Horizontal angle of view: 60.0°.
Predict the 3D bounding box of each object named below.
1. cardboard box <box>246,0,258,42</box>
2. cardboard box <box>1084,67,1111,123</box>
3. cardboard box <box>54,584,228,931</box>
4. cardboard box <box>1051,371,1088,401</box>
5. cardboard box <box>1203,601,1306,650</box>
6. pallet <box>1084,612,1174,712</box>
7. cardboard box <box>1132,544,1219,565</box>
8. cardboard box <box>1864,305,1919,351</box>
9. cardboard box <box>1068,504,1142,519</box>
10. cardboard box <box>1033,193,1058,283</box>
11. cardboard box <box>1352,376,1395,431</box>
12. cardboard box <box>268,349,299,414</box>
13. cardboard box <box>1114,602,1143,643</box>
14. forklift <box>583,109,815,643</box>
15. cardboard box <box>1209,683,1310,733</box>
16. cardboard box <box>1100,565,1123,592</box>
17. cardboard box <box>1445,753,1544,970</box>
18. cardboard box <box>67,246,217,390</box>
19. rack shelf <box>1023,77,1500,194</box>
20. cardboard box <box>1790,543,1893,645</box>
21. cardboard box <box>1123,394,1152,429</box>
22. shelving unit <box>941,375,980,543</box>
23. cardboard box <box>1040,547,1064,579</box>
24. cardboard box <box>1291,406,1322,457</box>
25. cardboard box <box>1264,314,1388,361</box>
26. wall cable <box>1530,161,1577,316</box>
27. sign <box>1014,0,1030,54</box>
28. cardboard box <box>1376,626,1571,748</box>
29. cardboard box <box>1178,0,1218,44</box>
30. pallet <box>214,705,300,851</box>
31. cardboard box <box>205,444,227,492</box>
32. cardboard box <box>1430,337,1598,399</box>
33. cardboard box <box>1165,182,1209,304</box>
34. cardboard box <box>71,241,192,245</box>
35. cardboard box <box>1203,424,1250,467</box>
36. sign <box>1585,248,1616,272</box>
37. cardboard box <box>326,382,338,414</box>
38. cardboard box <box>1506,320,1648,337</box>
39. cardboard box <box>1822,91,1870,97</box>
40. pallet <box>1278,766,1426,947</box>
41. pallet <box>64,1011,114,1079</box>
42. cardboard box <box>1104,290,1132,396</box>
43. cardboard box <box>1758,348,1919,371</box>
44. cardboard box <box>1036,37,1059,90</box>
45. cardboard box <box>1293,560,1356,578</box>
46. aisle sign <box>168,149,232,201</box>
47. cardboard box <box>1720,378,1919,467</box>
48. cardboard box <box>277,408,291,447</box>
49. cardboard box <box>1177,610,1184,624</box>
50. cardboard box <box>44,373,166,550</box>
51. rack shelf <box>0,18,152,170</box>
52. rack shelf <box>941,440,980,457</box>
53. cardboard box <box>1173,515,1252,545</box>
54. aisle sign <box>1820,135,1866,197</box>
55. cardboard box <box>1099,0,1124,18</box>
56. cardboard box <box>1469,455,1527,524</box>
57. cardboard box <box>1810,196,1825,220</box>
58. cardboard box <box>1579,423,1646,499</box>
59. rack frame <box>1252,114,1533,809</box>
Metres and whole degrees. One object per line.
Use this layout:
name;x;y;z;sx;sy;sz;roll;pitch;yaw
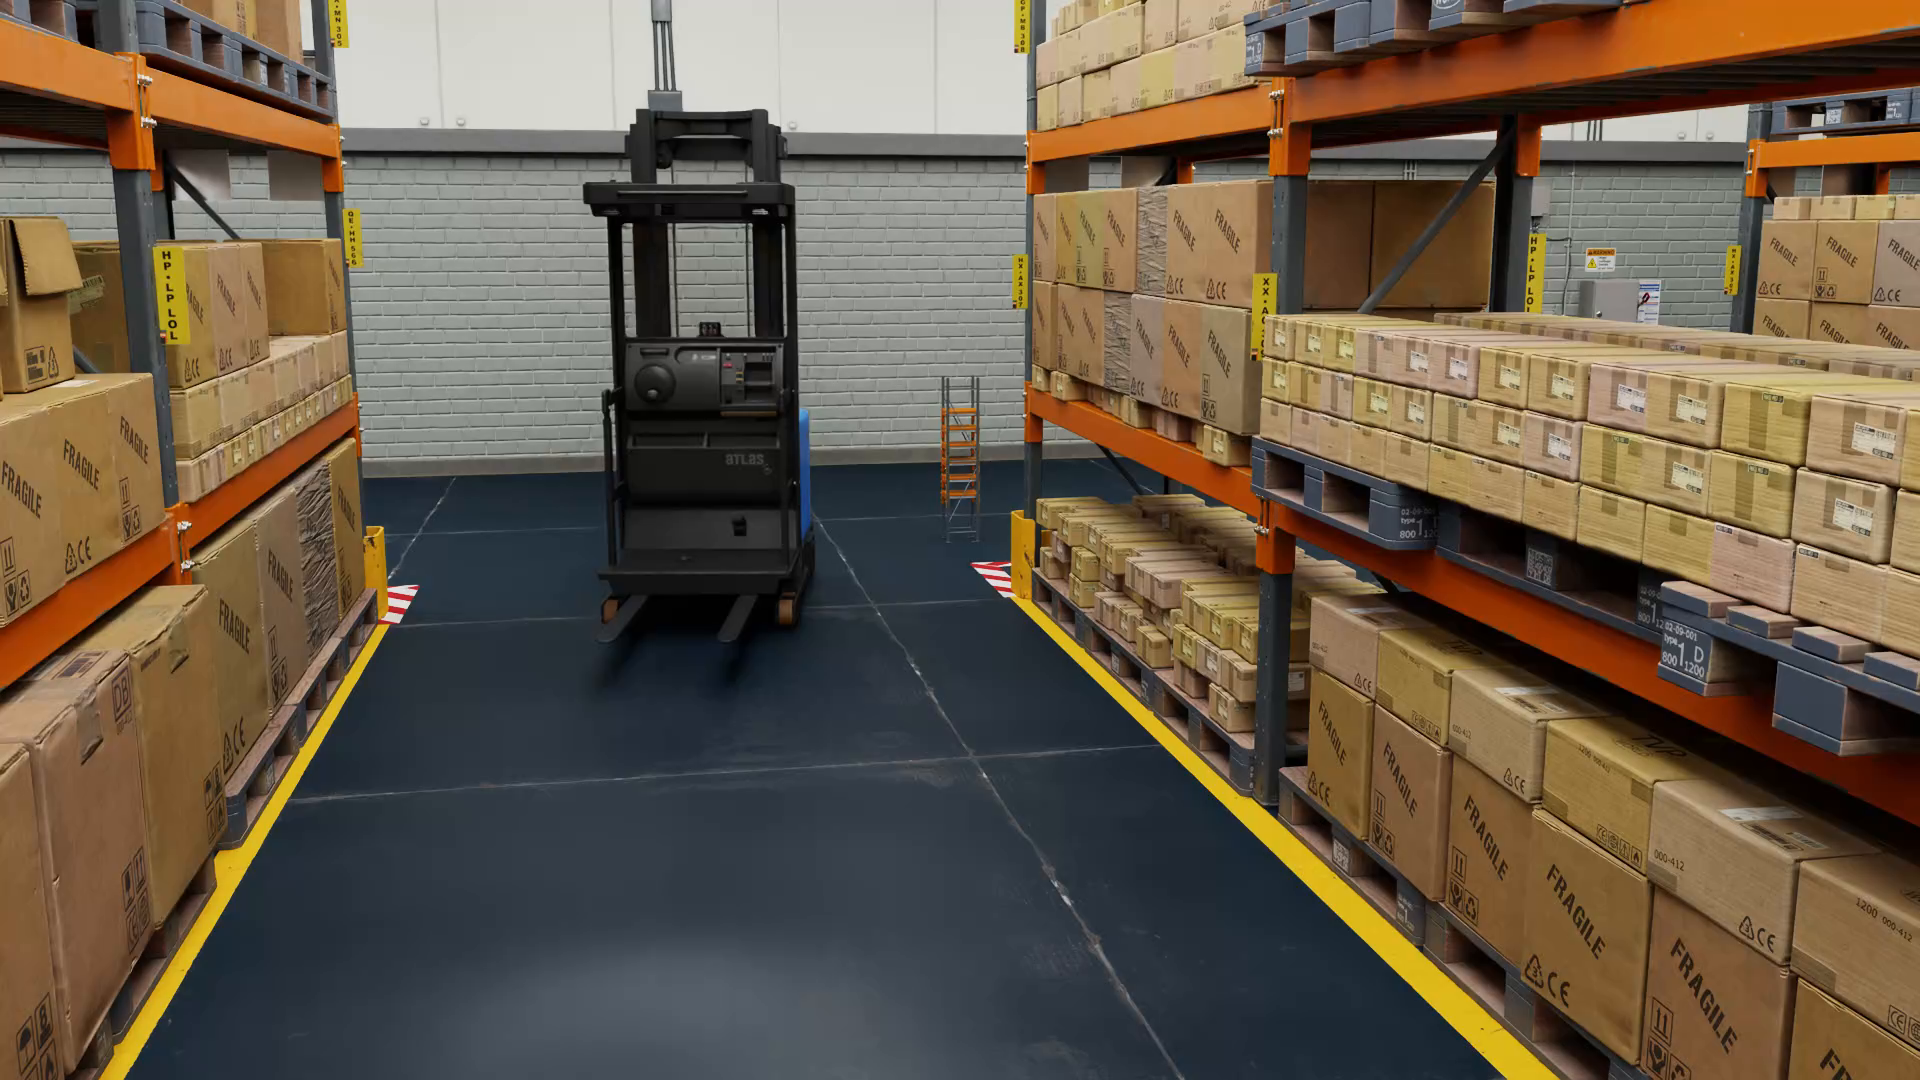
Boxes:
cardboard box;-3.837;-2.586;8.080;0.700;0.500;0.500;-3;11;-13
cardboard box;0.951;-2.288;8.575;0.500;0.250;0.500;-2;11;-13
cardboard box;-3.059;0.679;5.167;1.225;0.875;0.875;-2;11;-11
cardboard box;0.735;-0.879;9.467;0.380;0.149;0.250;-2;11;-13
cardboard box;1.268;0.364;7.174;0.380;0.149;0.250;-2;11;-10
pallet;1.275;0.587;8.550;1.003;0.211;1.213;-2;11;-11
cardboard box;1.090;0.123;8.438;0.380;0.149;0.250;-2;11;-11
cardboard box;5.758;-1.134;9.866;0.500;0.500;0.500;-2;11;-11
cardboard box;0.844;-0.114;9.684;0.380;0.149;0.250;-2;11;-10
cardboard box;0.730;-1.765;9.711;0.500;0.500;0.500;-2;11;-11
cardboard box;1.461;-0.435;5.211;0.380;0.149;0.250;-3;11;-13
cardboard box;-3.324;-0.720;7.564;0.500;0.250;0.500;-2;11;-11
cardboard box;1.005;0.414;8.498;0.380;0.149;0.250;-2;11;-11
forklift;-1.497;-0.994;9.580;1.130;2.935;3.031;0;11;-1
cardboard box;1.271;0.698;7.011;0.380;0.149;0.250;-2;11;-10
cardboard box;0.974;0.173;8.971;0.380;0.149;0.250;-3;11;-14
cardboard box;1.785;0.922;4.890;0.500;0.500;0.500;-2;11;-10
cardboard box;-3.046;-0.813;6.047;0.500;0.500;0.500;-2;11;-11
rack shelf;1.292;-1.924;8.184;1.077;0.370;4.000;-2;11;-11
cardboard box;1.866;0.094;3.227;0.380;0.149;0.250;-2;11;-11
cardboard box;1.022;-0.642;8.217;0.380;0.149;0.250;-2;11;-10
shelving unit;0.003;-0.587;12.070;0.258;1.200;0.189;-2;11;-11
cardboard box;0.691;0.131;9.986;0.380;0.149;0.250;-2;11;-10
cardboard box;1.366;-0.380;5.721;0.380;0.149;0.250;-2;11;-10
cardboard box;1.307;-0.723;5.932;0.380;0.149;0.250;-2;11;-8
wall cable;6.009;-2.955;16.984;0.588;1.984;0.122;-2;11;-11
sign;0.371;-3.054;9.859;0.100;0.325;0.005;-2;11;-11
cardboard box;1.672;0.459;5.320;0.500;0.250;0.500;-2;11;-9
cardboard box;1.252;-2.254;7.057;0.500;0.250;0.500;-3;11;-13
pallet;-3.275;0.952;6.629;1.003;0.211;1.213;-2;11;-11
cardboard box;-2.986;-0.266;6.245;0.380;0.149;0.250;-2;11;-13
cardboard box;1.559;-0.486;4.686;0.380;0.149;0.250;-2;11;-9
cardboard box;1.219;-1.294;7.238;0.500;0.500;0.500;-2;11;-13
cardboard box;-3.949;-1.165;7.897;0.500;0.500;0.500;-2;11;-13
cardboard box;1.239;-0.401;6.952;0.380;0.149;0.250;-2;11;-13
sign;6.614;-2.894;17.170;0.339;0.242;0.001;-2;11;-11
cardboard box;-3.489;-0.738;8.724;0.380;0.149;0.250;-2;11;-11
cardboard box;2.052;-0.649;5.541;0.380;0.149;0.250;-2;11;-13
cardboard box;5.915;-2.945;10.637;0.500;0.250;0.500;-3;11;-16
pallet;1.834;1.076;5.981;1.003;0.211;1.213;-2;11;-11
pallet;-2.739;1.458;3.974;1.003;0.211;1.213;-2;11;-11
cardboard box;1.037;-0.993;8.327;0.500;0.500;0.500;-2;11;-12
cardboard box;2.302;-0.411;4.293;0.380;0.149;0.250;-2;11;-9
cardboard box;0.736;-2.724;9.529;0.500;0.250;0.500;-2;11;-10
cardboard box;1.682;0.200;8.033;0.380;0.149;0.250;-2;11;-10
aisle sign;-4.290;-2.288;9.244;0.394;0.787;0.004;-2;11;-11
cardboard box;1.817;-0.246;3.424;0.380;0.149;0.250;-2;11;-9
cardboard box;-3.240;-0.504;7.494;0.380;0.149;0.250;-2;11;-13
cardboard box;1.221;0.418;7.686;0.380;0.149;0.250;-2;11;-10
cardboard box;-2.845;-0.249;5.212;0.500;0.500;0.500;-2;11;-11
rack shelf;-2.815;-1.029;3.480;1.077;0.370;4.000;-2;11;-11
rack shelf;0.003;-0.661;12.056;0.258;0.103;0.180;-2;11;-11
cardboard box;1.411;-0.040;9.295;0.380;0.149;0.250;-3;11;-13
aisle sign;6.029;-2.671;11.254;0.394;0.787;0.004;-2;11;-11
cardboard box;0.915;-2.705;8.359;0.380;0.149;0.250;-2;11;-9
cardboard box;1.612;-0.145;4.487;0.380;0.149;0.250;-3;11;-14
cardboard box;5.658;-2.108;10.571;0.380;0.149;0.250;-2;11;-10
cardboard box;1.715;-0.195;3.953;0.380;0.149;0.250;-2;11;-11
rack frame;1.681;-0.437;6.470;1.000;3.000;0.127;-2;11;-11
